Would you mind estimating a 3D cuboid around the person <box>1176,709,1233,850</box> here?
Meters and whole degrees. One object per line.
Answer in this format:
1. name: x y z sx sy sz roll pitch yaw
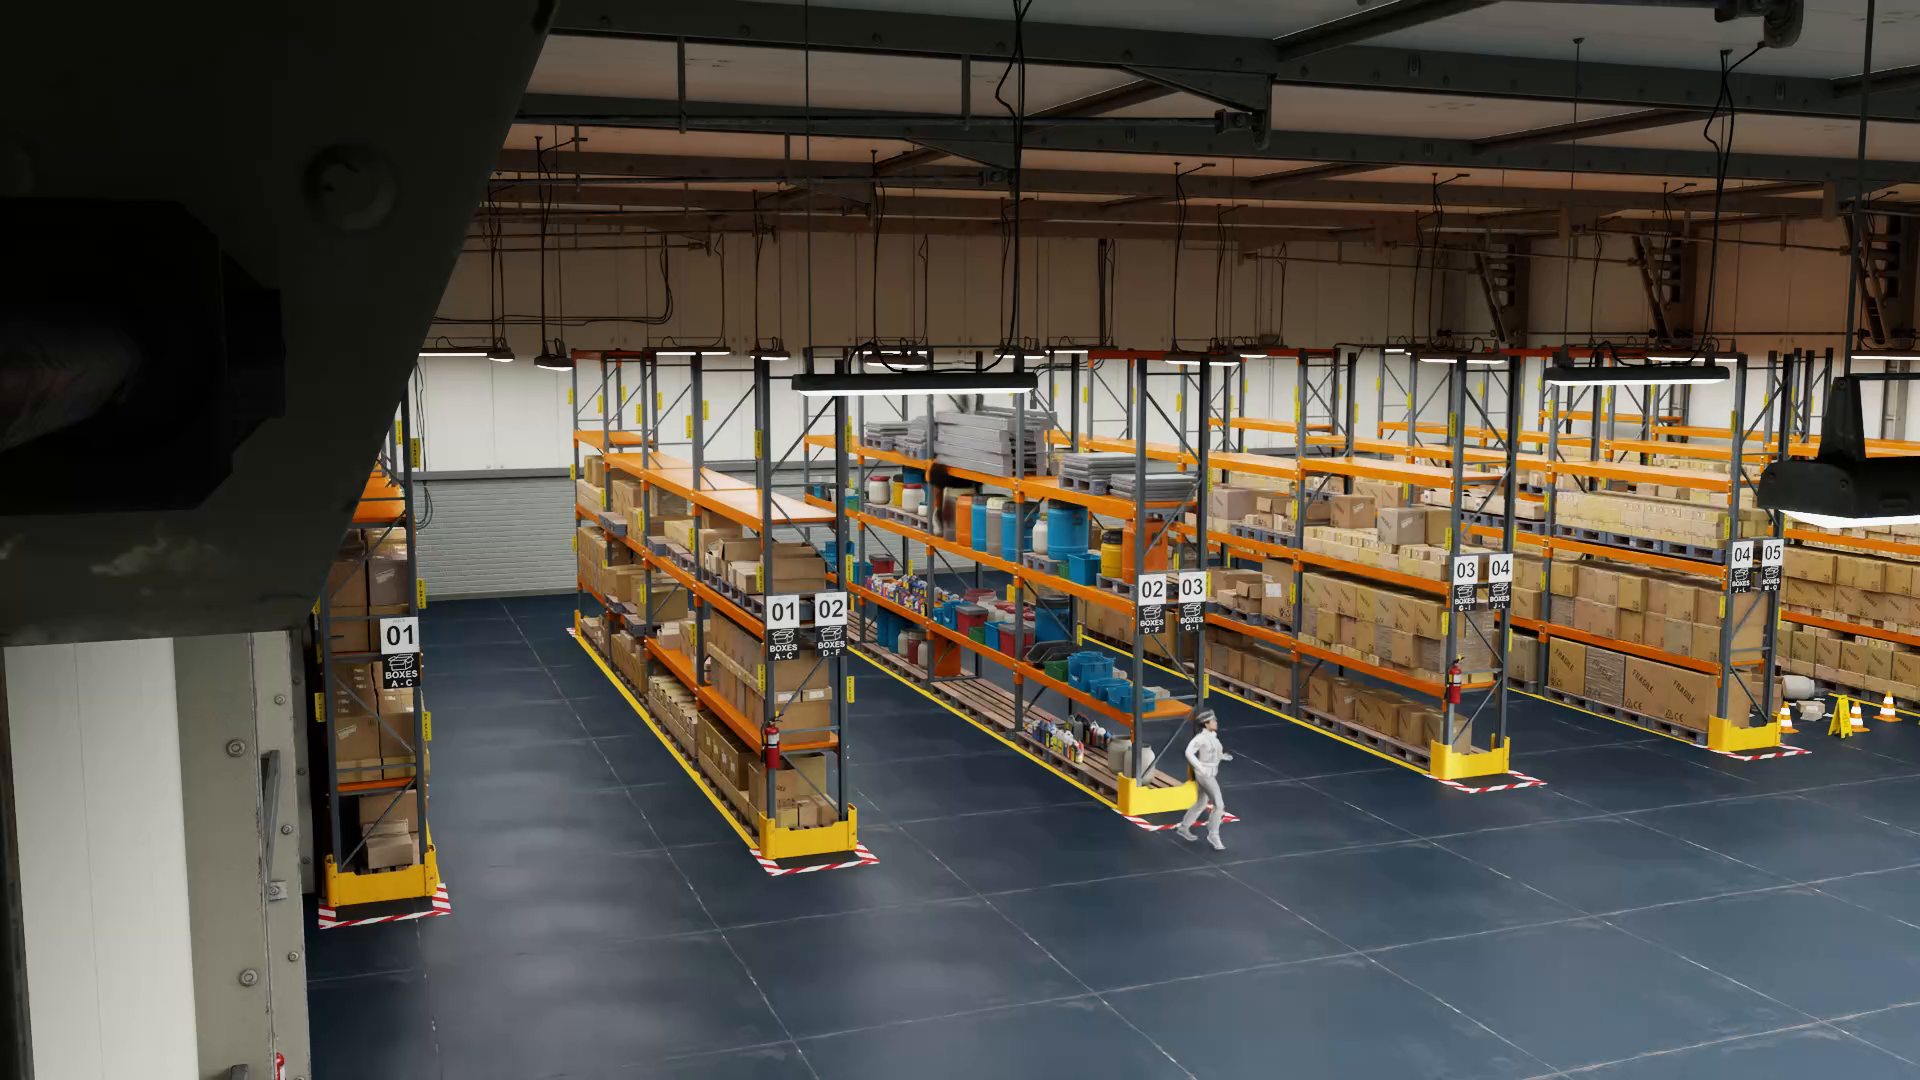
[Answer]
1. person: 3.038 2.956 20.618 0.664 1.755 0.607 2 7 16
